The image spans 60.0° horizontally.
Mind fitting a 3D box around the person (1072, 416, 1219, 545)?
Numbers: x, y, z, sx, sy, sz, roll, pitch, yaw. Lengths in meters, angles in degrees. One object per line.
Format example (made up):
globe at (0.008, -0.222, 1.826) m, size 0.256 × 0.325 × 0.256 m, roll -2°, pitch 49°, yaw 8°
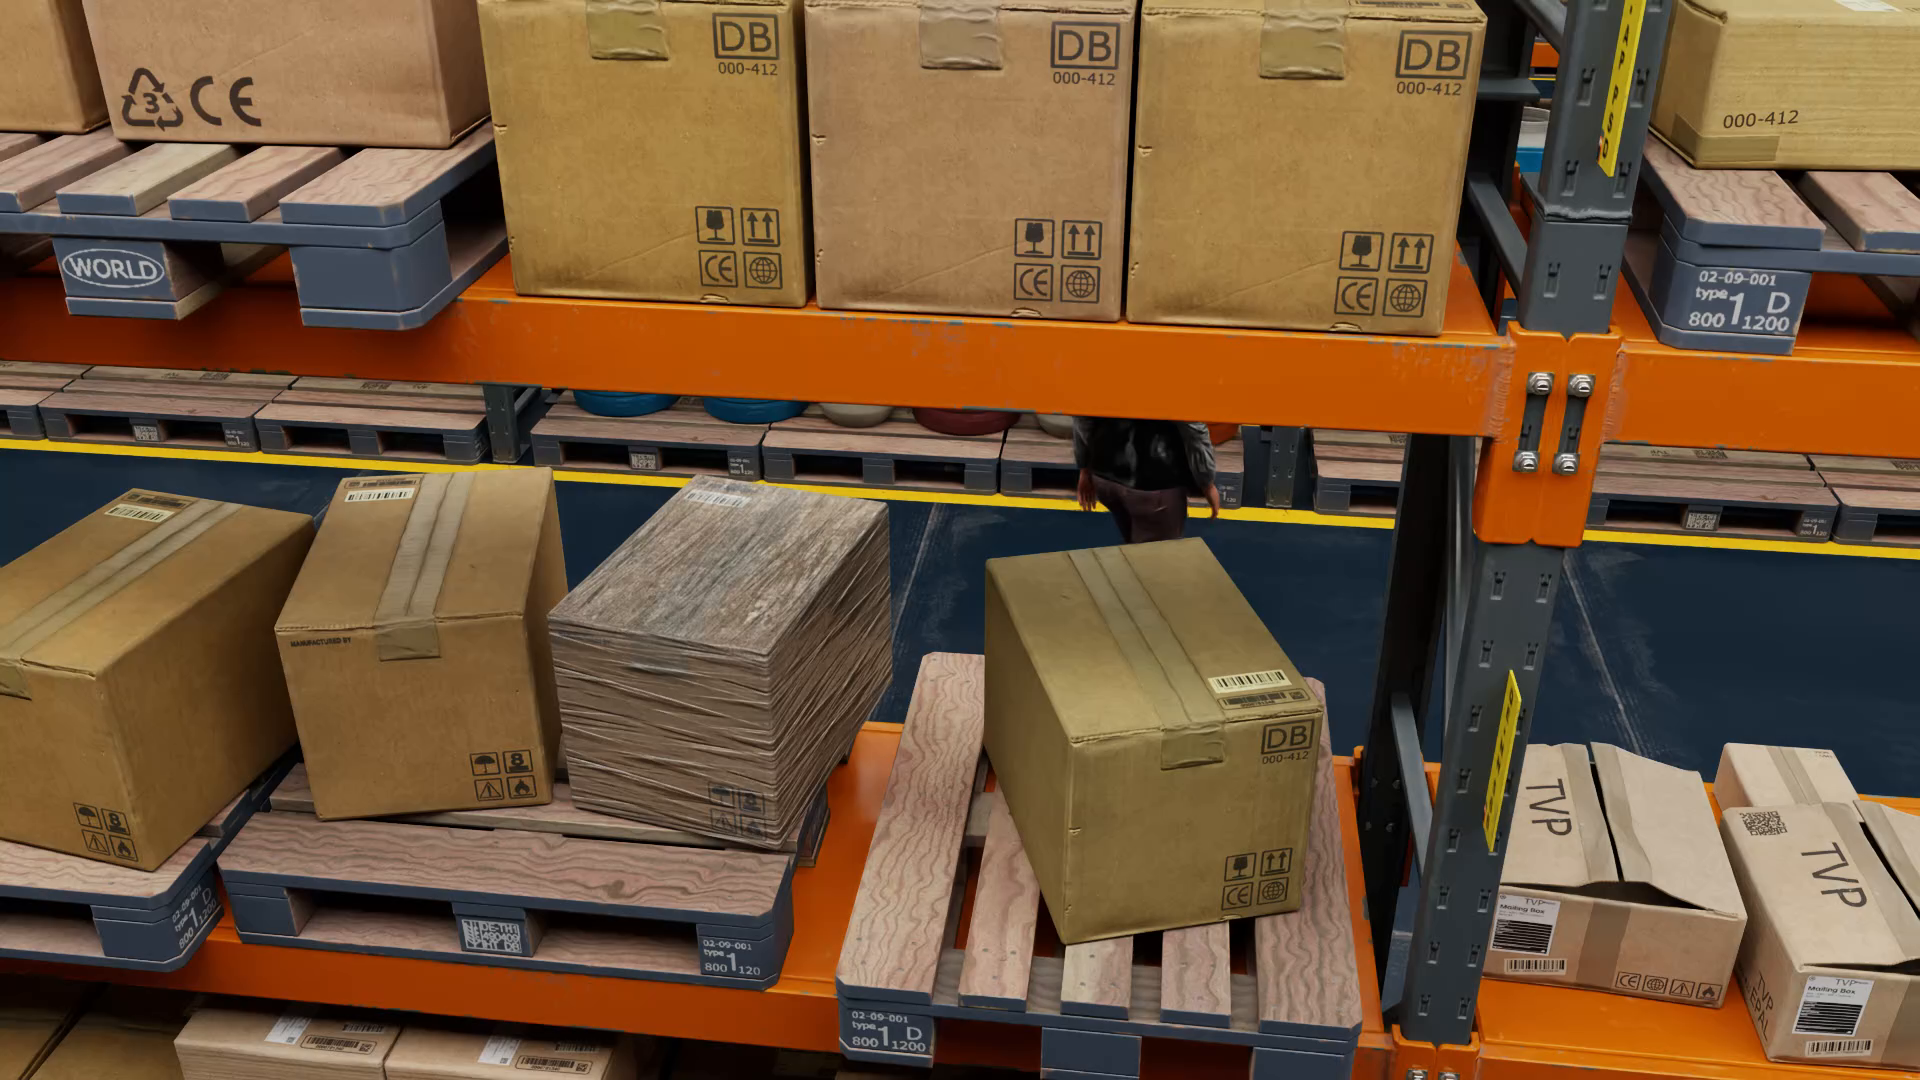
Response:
person at (0.703, -0.220, 6.569) m, size 0.872 × 1.706 × 0.599 m, roll -24°, pitch 36°, yaw -37°
